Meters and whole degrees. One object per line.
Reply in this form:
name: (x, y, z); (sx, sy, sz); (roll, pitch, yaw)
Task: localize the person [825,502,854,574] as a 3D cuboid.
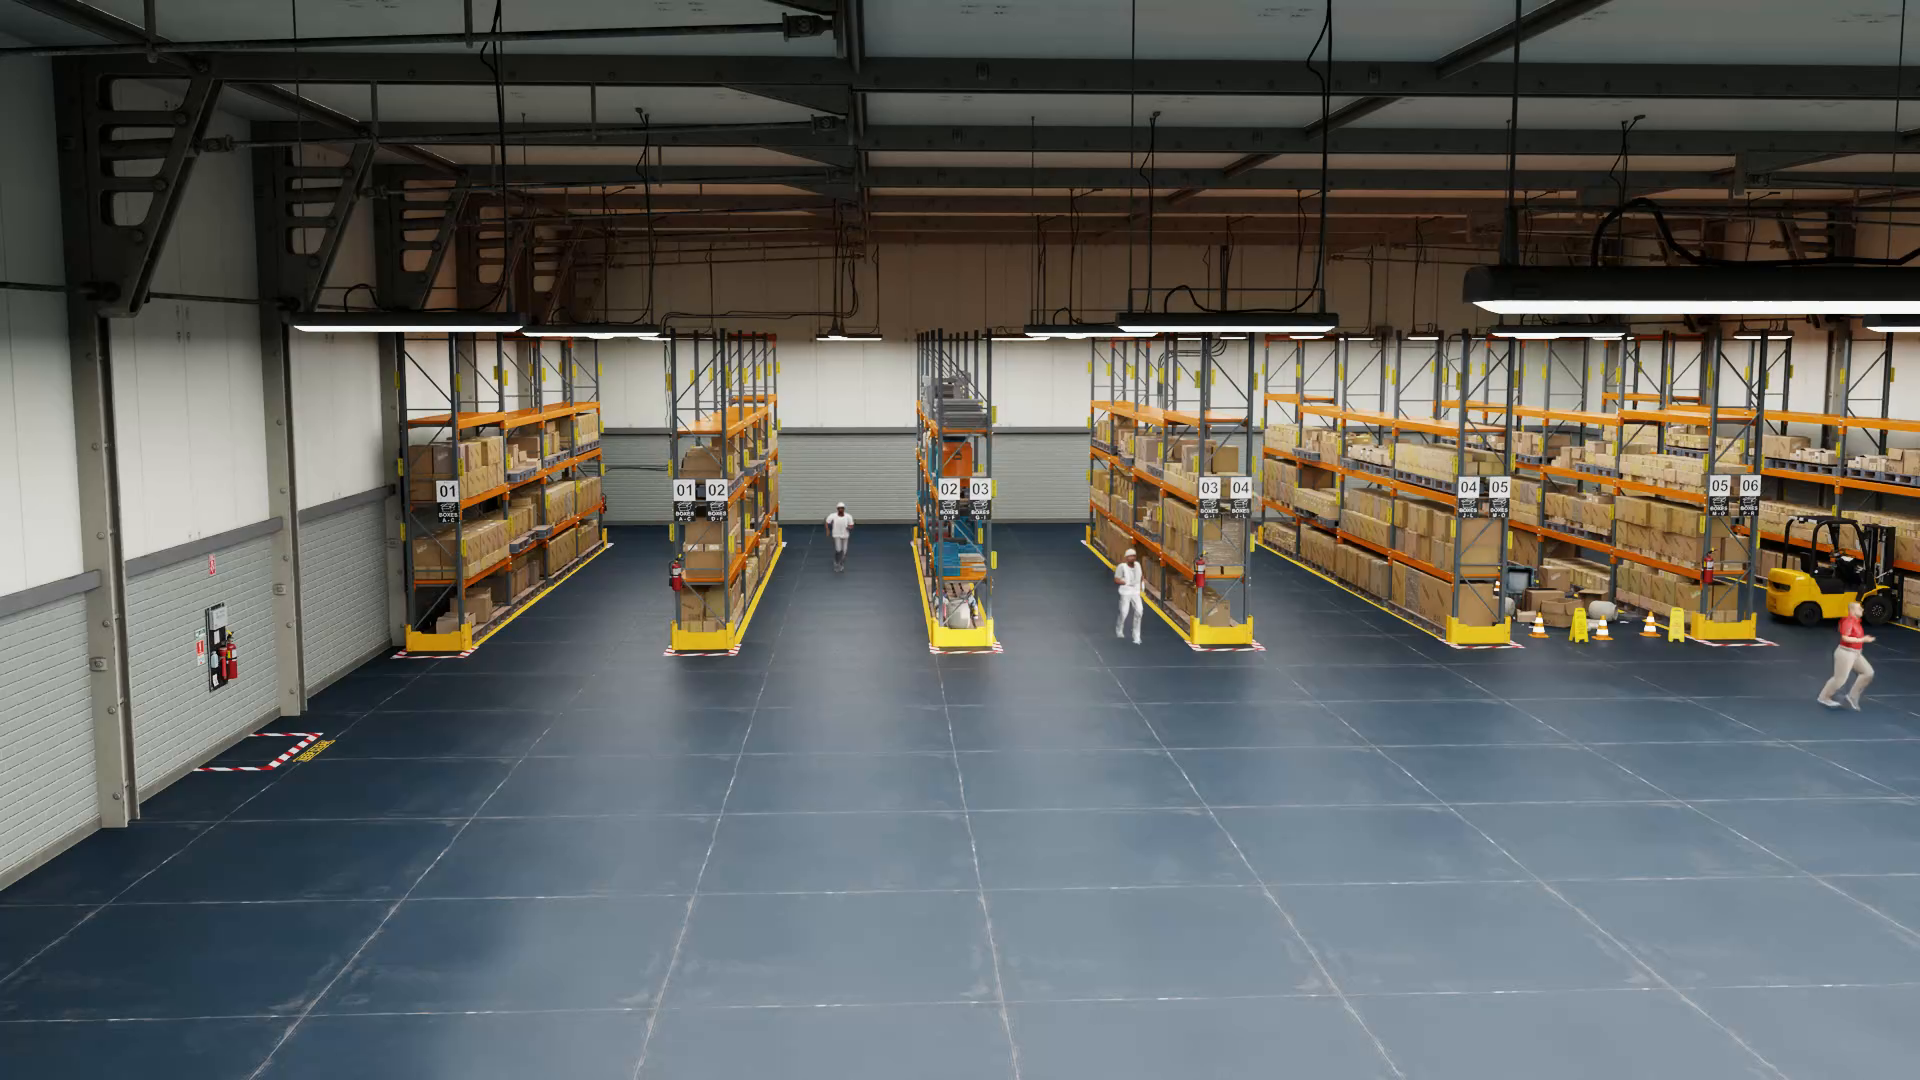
person: (-2.983, -0.049, 41.606); (0.671, 1.785, 0.720); (-2, 7, -16)

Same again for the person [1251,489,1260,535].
person: (8.457, -0.847, 48.707); (0.845, 1.698, 0.623); (-3, 7, -24)

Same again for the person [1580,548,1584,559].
person: (15.988, -0.216, 43.017); (0.642, 1.744, 0.901); (-1, 7, -10)

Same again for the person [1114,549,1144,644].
person: (3.272, 1.091, 31.984); (0.701, 1.867, 0.766); (-2, 7, -20)

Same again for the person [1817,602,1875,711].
person: (13.869, 1.835, 25.993); (0.641, 1.755, 0.790); (-6, 9, -43)
